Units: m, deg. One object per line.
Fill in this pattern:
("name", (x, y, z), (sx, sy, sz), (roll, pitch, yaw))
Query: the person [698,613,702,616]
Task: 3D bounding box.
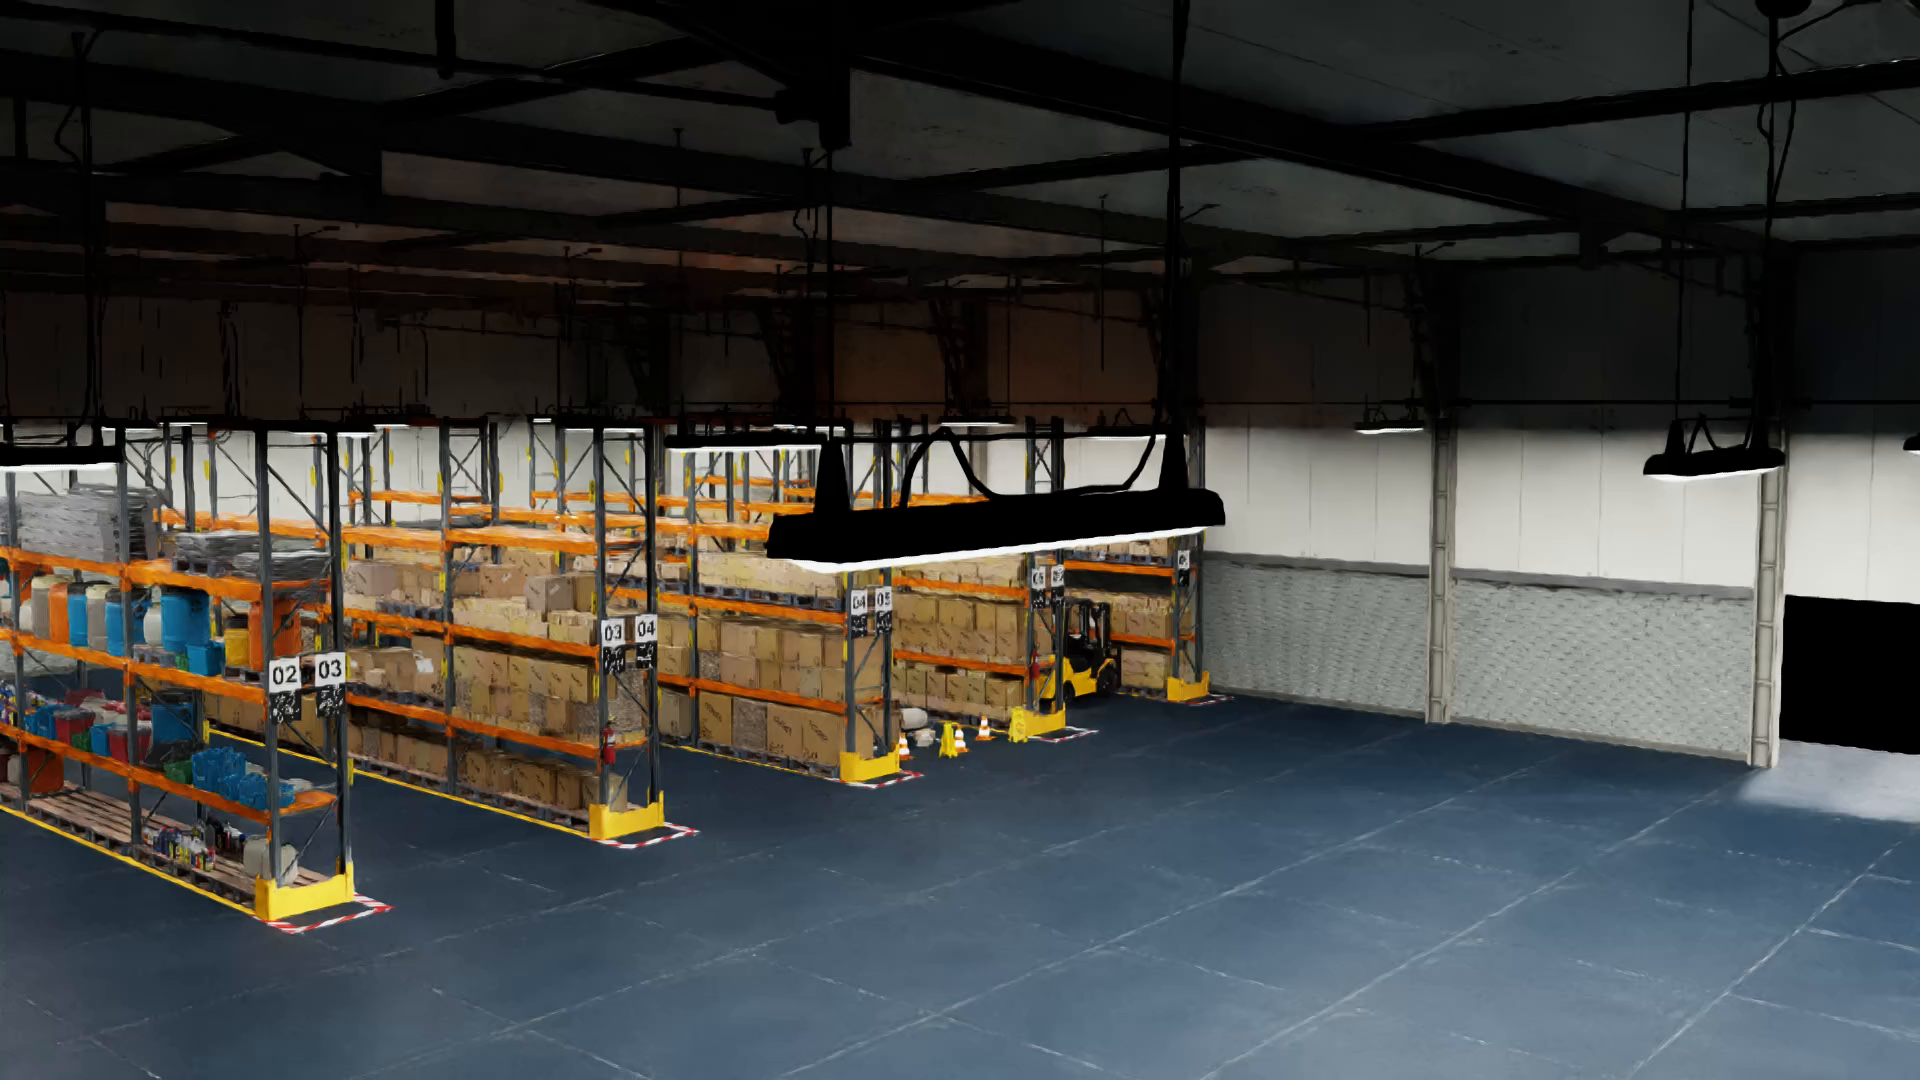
("person", (-5.736, 2.448, 36.308), (0.586, 1.707, 0.639), (-2, 5, -27))
